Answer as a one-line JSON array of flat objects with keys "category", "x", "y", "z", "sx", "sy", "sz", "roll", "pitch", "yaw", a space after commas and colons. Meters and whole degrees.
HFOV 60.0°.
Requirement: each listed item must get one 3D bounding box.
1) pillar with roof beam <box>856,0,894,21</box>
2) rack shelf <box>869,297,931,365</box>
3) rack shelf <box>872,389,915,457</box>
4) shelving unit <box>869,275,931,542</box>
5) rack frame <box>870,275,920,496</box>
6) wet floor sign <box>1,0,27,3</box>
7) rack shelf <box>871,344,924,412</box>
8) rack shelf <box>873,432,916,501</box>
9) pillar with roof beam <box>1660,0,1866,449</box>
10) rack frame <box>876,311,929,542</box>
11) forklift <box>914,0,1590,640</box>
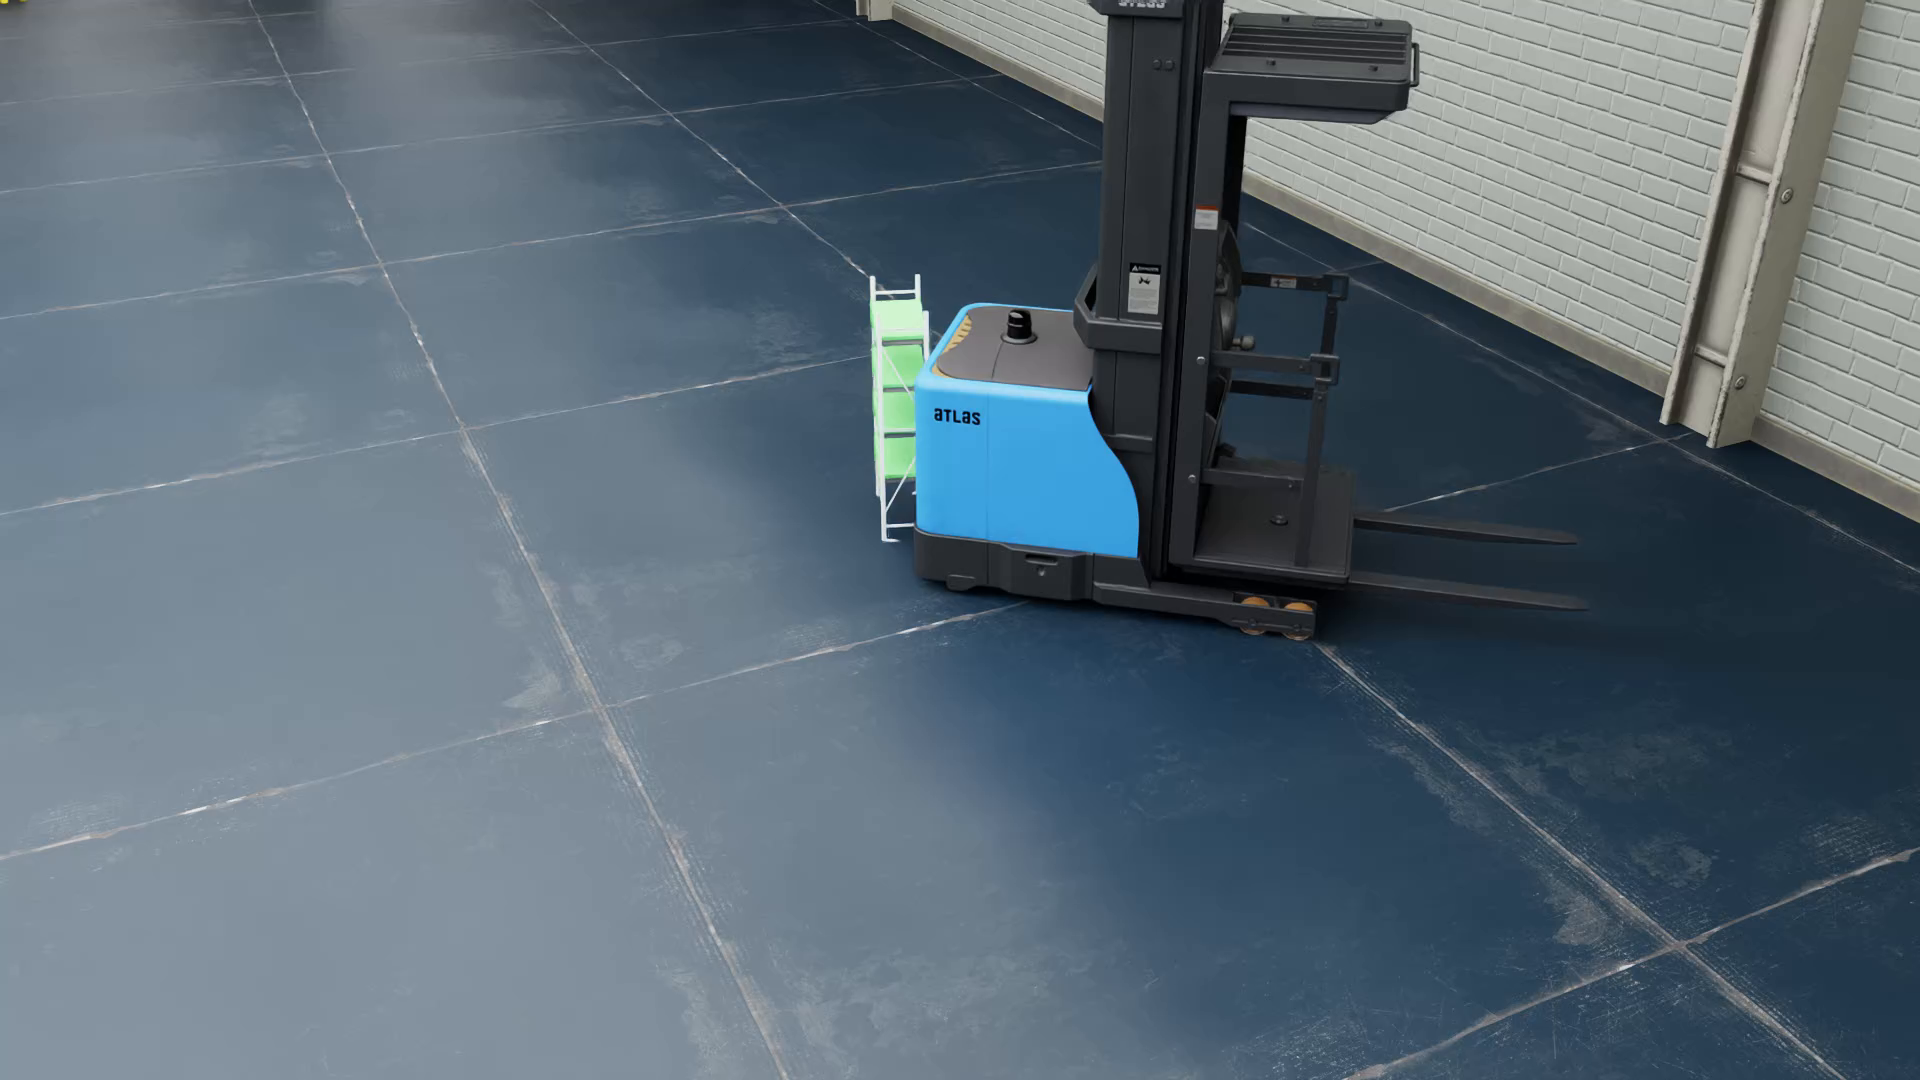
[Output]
[{"category": "pillar with roof beam", "x": -4.843, "y": -8.943, "z": 14.997, "sx": 9.100, "sy": 9.000, "sz": 0.400, "roll": -13, "pitch": 32, "yaw": -22}, {"category": "rack shelf", "x": -0.291, "y": -1.005, "z": 7.965, "sx": 0.258, "sy": 0.148, "sz": 0.480, "roll": -3, "pitch": 29, "yaw": -5}, {"category": "rack shelf", "x": -0.291, "y": -0.587, "z": 8.200, "sx": 0.258, "sy": 0.148, "sz": 0.480, "roll": -3, "pitch": 29, "yaw": -5}, {"category": "shelving unit", "x": -0.291, "y": -0.642, "z": 8.169, "sx": 0.258, "sy": 1.200, "sz": 0.503, "roll": -3, "pitch": 29, "yaw": -5}, {"category": "rack frame", "x": -0.316, "y": -0.761, "z": 8.381, "sx": 0.240, "sy": 1.200, "sz": 0.015, "roll": -3, "pitch": 29, "yaw": -5}, {"category": "wet floor sign", "x": -11.154, "y": -6.632, "z": 19.417, "sx": 0.267, "sy": 0.644, "sz": 0.232, "roll": -19, "pitch": 35, "yaw": -30}, {"category": "rack shelf", "x": -0.291, "y": -0.796, "z": 8.083, "sx": 0.258, "sy": 0.148, "sz": 0.480, "roll": -3, "pitch": 29, "yaw": -5}, {"category": "rack shelf", "x": -0.291, "y": -0.377, "z": 8.318, "sx": 0.258, "sy": 0.148, "sz": 0.480, "roll": -3, "pitch": 29, "yaw": -5}, {"category": "pillar with roof beam", "x": 0.309, "y": -3.642, "z": 5.544, "sx": 9.100, "sy": 9.000, "sz": 0.400, "roll": -13, "pitch": 32, "yaw": -22}, {"category": "rack frame", "x": -0.266, "y": -0.524, "z": 7.957, "sx": 0.240, "sy": 1.200, "sz": 0.015, "roll": -3, "pitch": 29, "yaw": -5}, {"category": "forklift", "x": 1.357, "y": -1.117, "z": 7.245, "sx": 3.031, "sy": 2.935, "sz": 1.130, "roll": 7, "pitch": 30, "yaw": 12}]
